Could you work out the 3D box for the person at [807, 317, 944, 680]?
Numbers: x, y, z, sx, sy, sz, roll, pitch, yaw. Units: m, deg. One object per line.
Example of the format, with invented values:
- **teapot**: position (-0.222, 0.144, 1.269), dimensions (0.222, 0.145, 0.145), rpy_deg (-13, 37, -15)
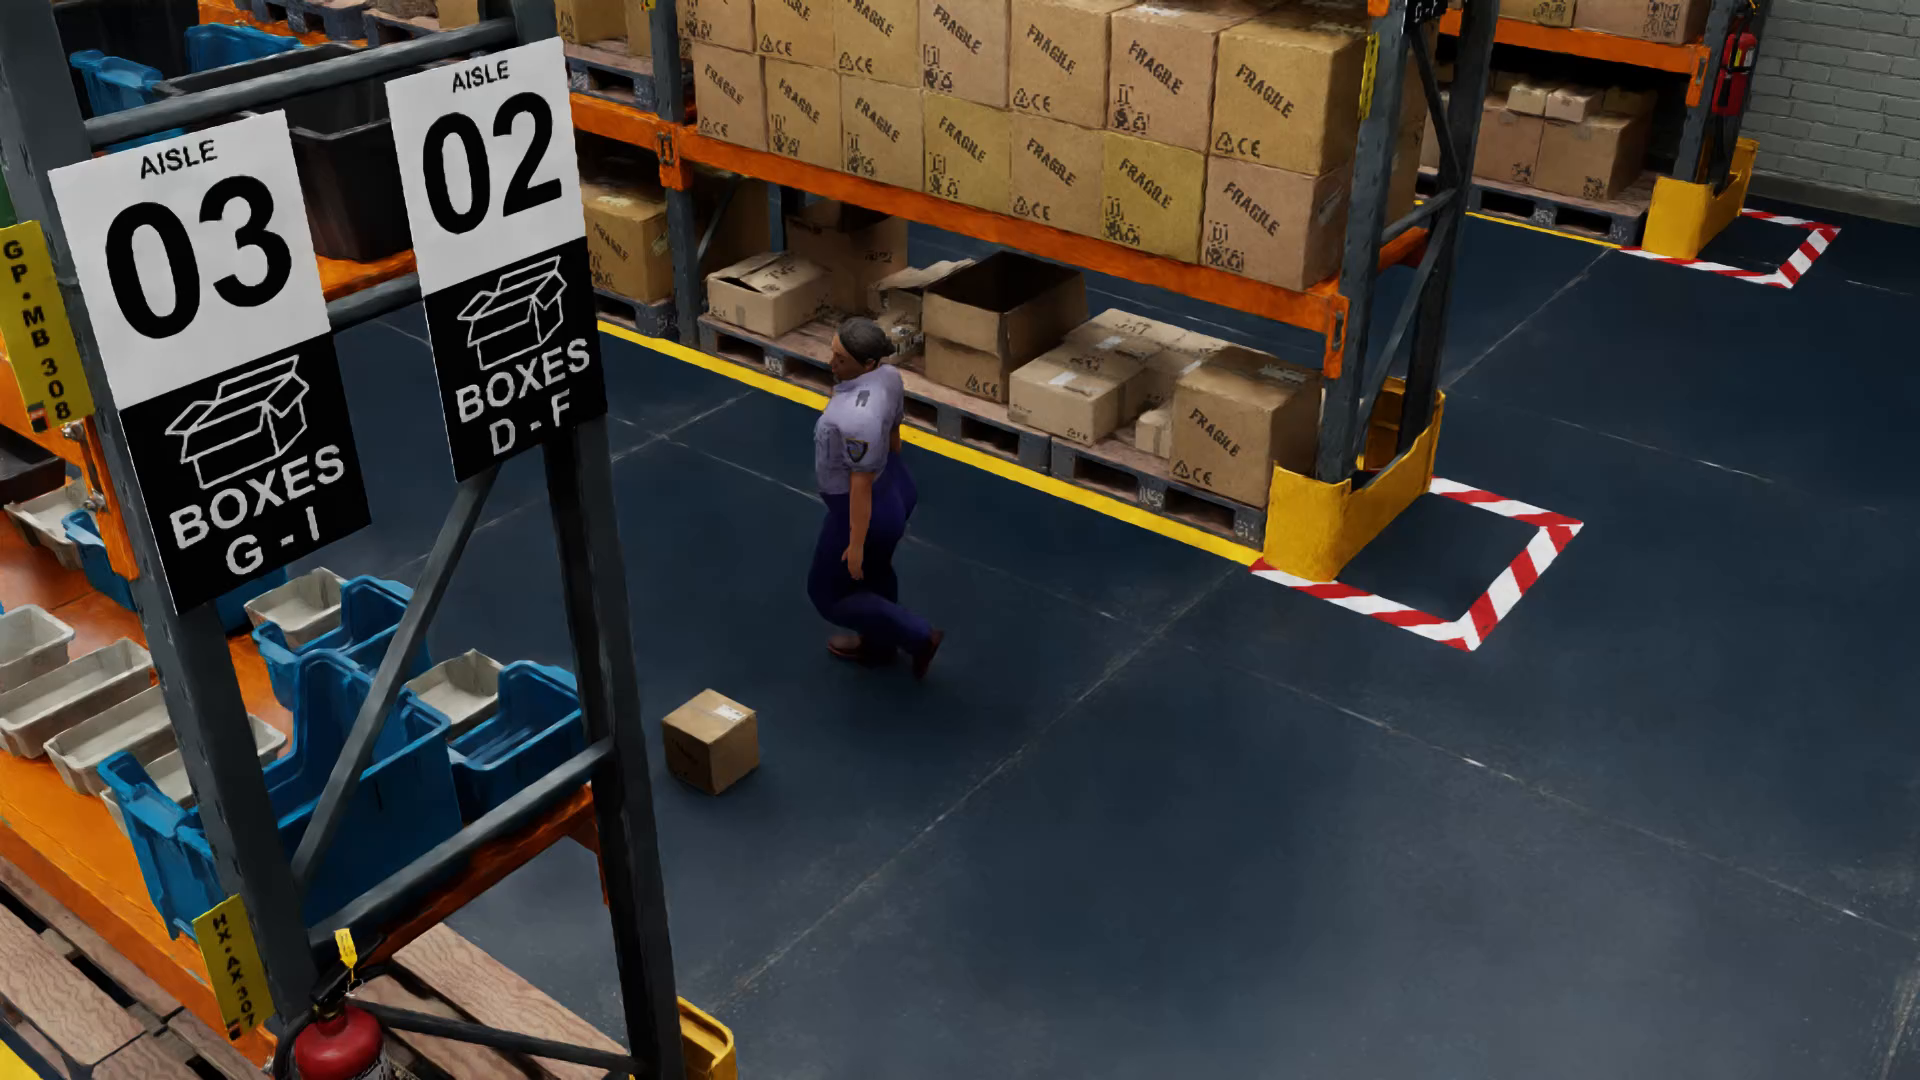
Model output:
- **person**: position (-0.334, -0.119, 6.326), dimensions (0.522, 1.623, 0.566), rpy_deg (6, 32, 10)
